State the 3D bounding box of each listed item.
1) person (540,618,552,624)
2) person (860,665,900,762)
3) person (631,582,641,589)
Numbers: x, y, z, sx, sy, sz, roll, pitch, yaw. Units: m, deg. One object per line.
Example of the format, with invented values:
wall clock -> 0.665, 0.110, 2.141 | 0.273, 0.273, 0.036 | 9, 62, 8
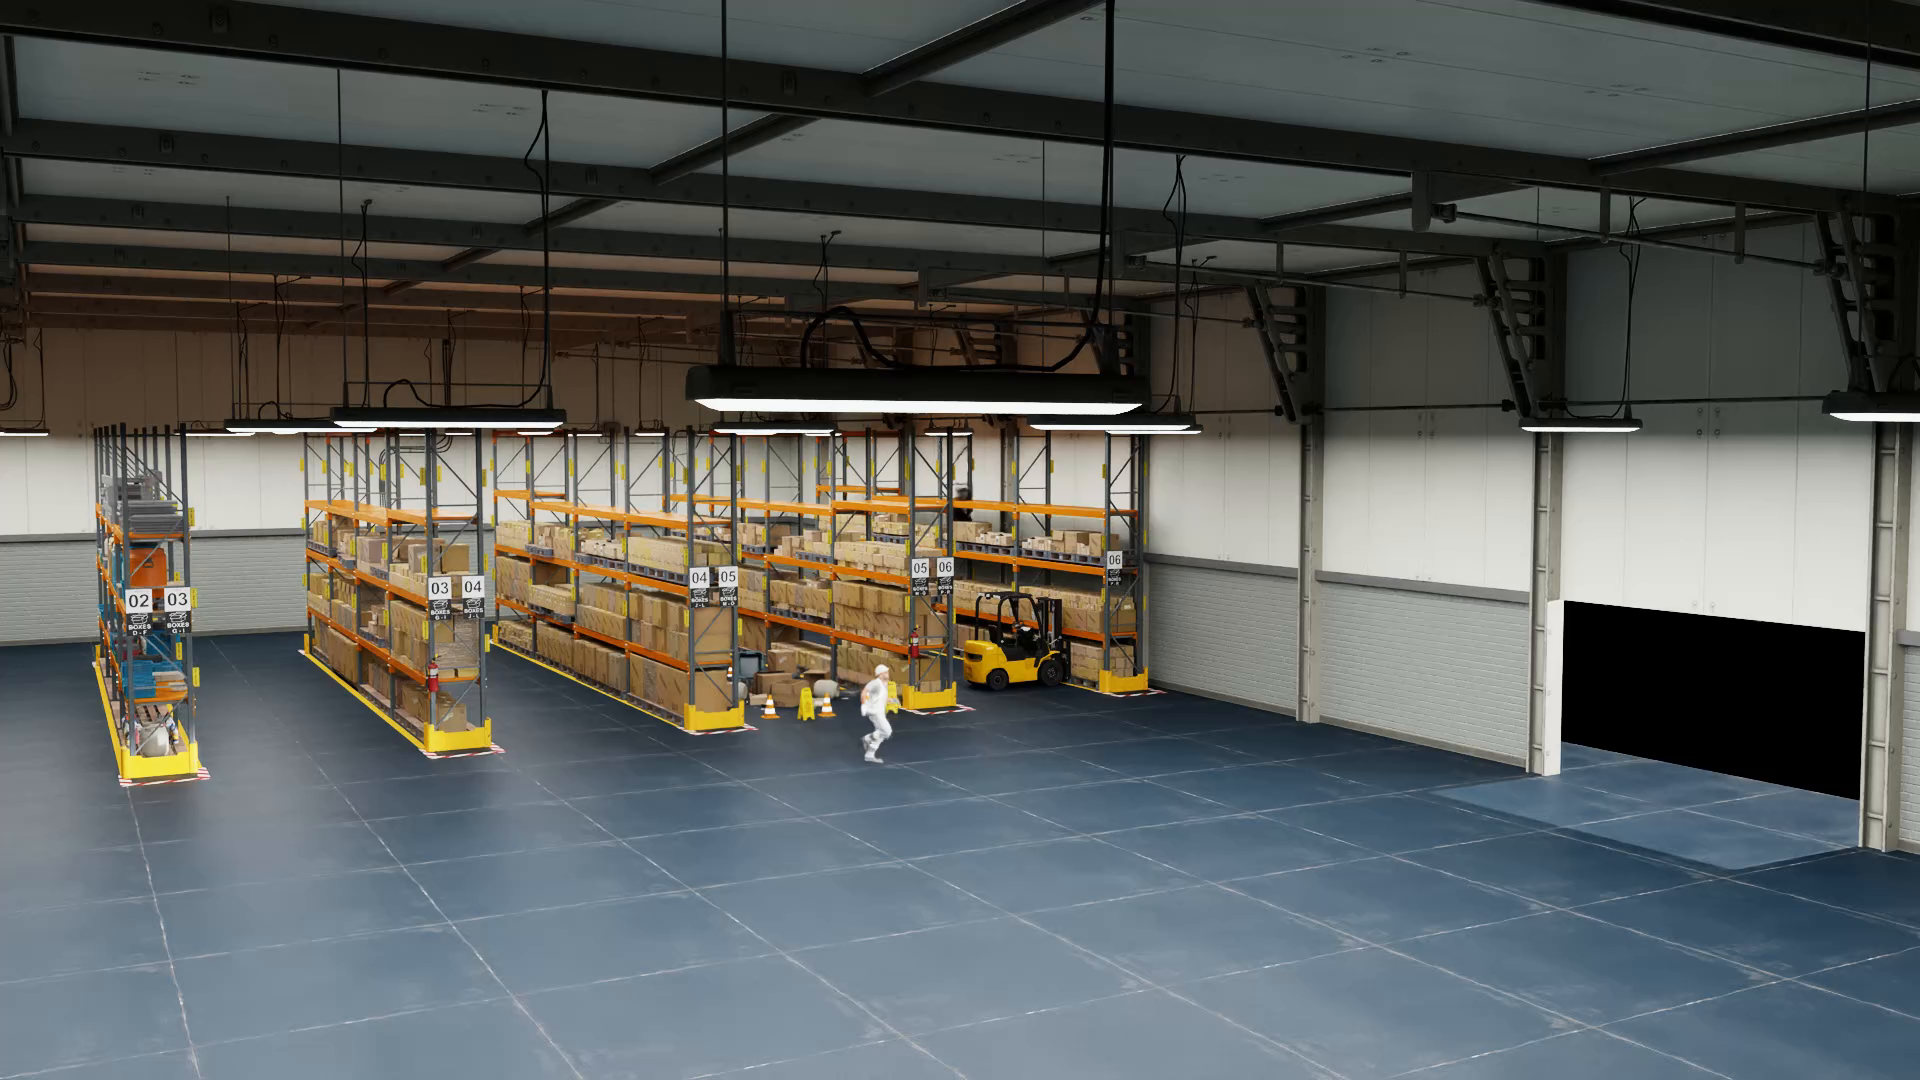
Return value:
person -> -11.983, 1.983, 48.334 | 0.526, 1.632, 0.712 | 1, 4, 16
person -> -1.407, 3.077, 29.454 | 0.656, 1.728, 0.709 | 1, 4, 16
person -> -9.870, 1.900, 50.478 | 0.983, 1.584, 0.516 | -2, 4, -35
